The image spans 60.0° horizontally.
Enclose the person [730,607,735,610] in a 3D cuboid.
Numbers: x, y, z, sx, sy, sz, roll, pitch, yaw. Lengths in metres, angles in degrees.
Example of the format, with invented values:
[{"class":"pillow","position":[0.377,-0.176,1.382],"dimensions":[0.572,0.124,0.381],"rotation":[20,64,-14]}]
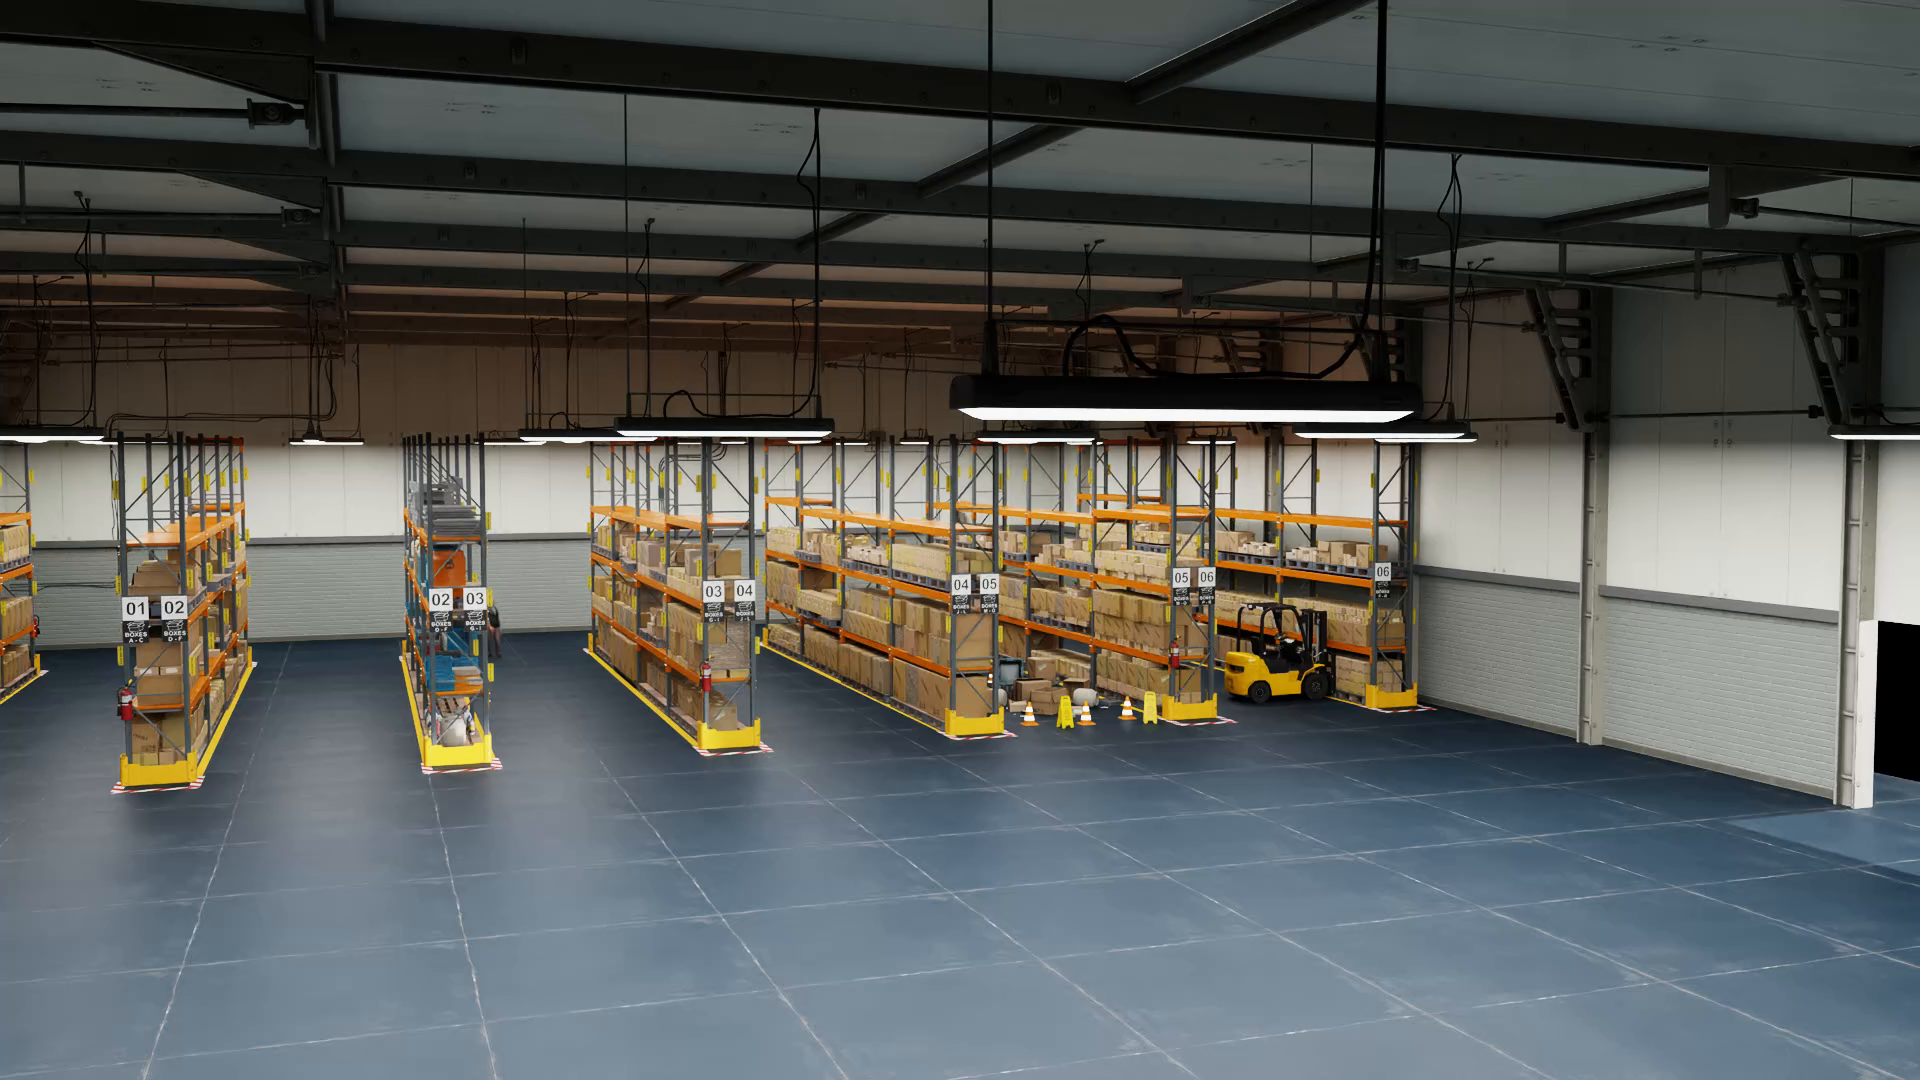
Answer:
[{"class":"person","position":[-7.037,2.133,50.517],"dimensions":[0.554,1.613,0.513],"rotation":[-1,3,-18]}]

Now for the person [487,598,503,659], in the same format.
[{"class":"person","position":[-12.668,2.376,45.009],"dimensions":[0.474,1.656,1.045],"rotation":[-1,3,-25]}]

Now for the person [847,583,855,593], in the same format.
[{"class":"person","position":[-3.056,2.034,47.190],"dimensions":[0.454,1.648,0.467],"rotation":[-1,3,-15]}]
